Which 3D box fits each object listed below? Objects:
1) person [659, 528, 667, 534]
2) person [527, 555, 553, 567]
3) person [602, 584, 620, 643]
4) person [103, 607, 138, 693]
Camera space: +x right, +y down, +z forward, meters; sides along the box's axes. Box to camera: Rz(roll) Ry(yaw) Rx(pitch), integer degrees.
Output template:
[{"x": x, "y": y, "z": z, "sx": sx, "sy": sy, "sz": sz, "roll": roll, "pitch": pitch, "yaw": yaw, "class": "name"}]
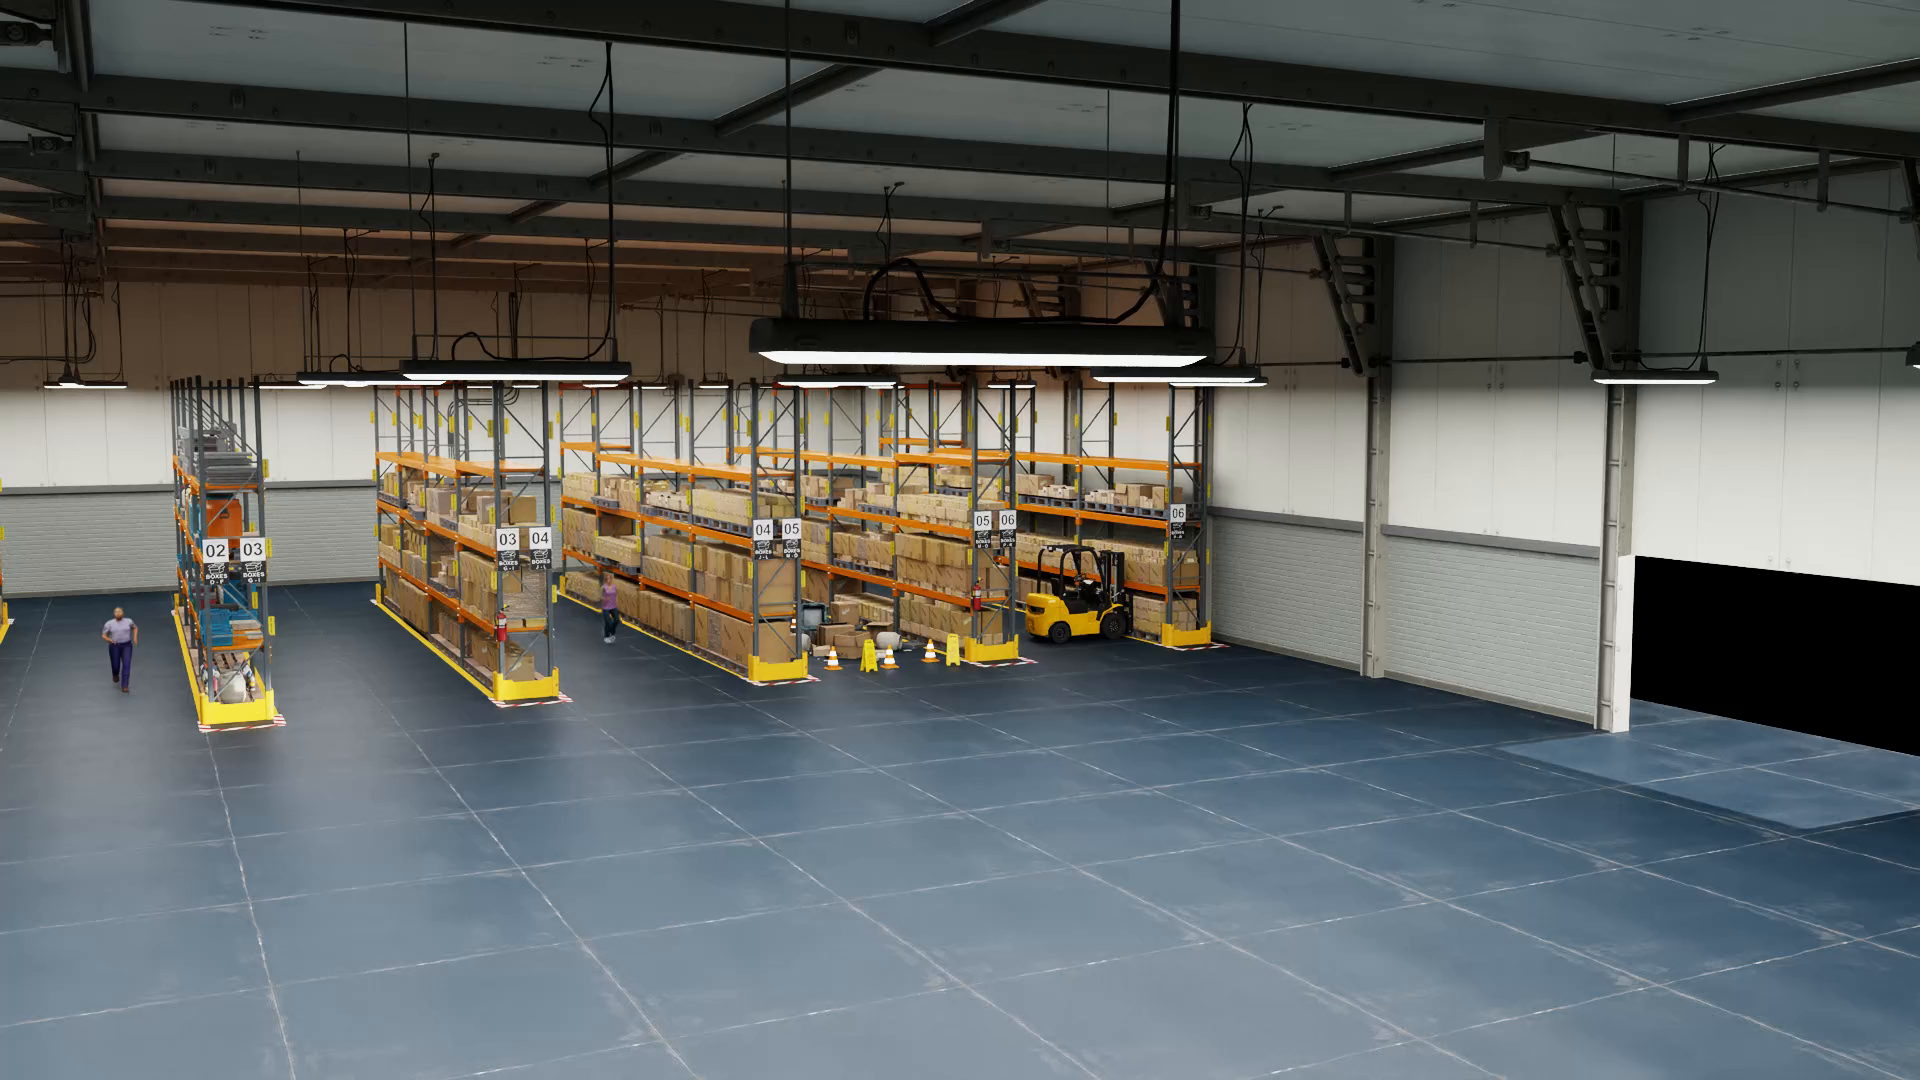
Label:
[{"x": -8.785, "y": 0.466, "z": 50.066, "sx": 0.635, "sy": 1.649, "sz": 0.578, "roll": -2, "pitch": 5, "yaw": -18, "class": "person"}, {"x": -11.180, "y": 0.916, "z": 44.217, "sx": 0.719, "sy": 1.786, "sz": 0.937, "roll": -2, "pitch": 6, "yaw": -23, "class": "person"}, {"x": -7.980, "y": 1.674, "z": 37.860, "sx": 0.348, "sy": 1.353, "sz": 0.516, "roll": -3, "pitch": 6, "yaw": -33, "class": "person"}, {"x": -16.080, "y": 2.081, "z": 31.885, "sx": 0.621, "sy": 1.614, "sz": 0.932, "roll": -3, "pitch": 6, "yaw": -30, "class": "person"}]
